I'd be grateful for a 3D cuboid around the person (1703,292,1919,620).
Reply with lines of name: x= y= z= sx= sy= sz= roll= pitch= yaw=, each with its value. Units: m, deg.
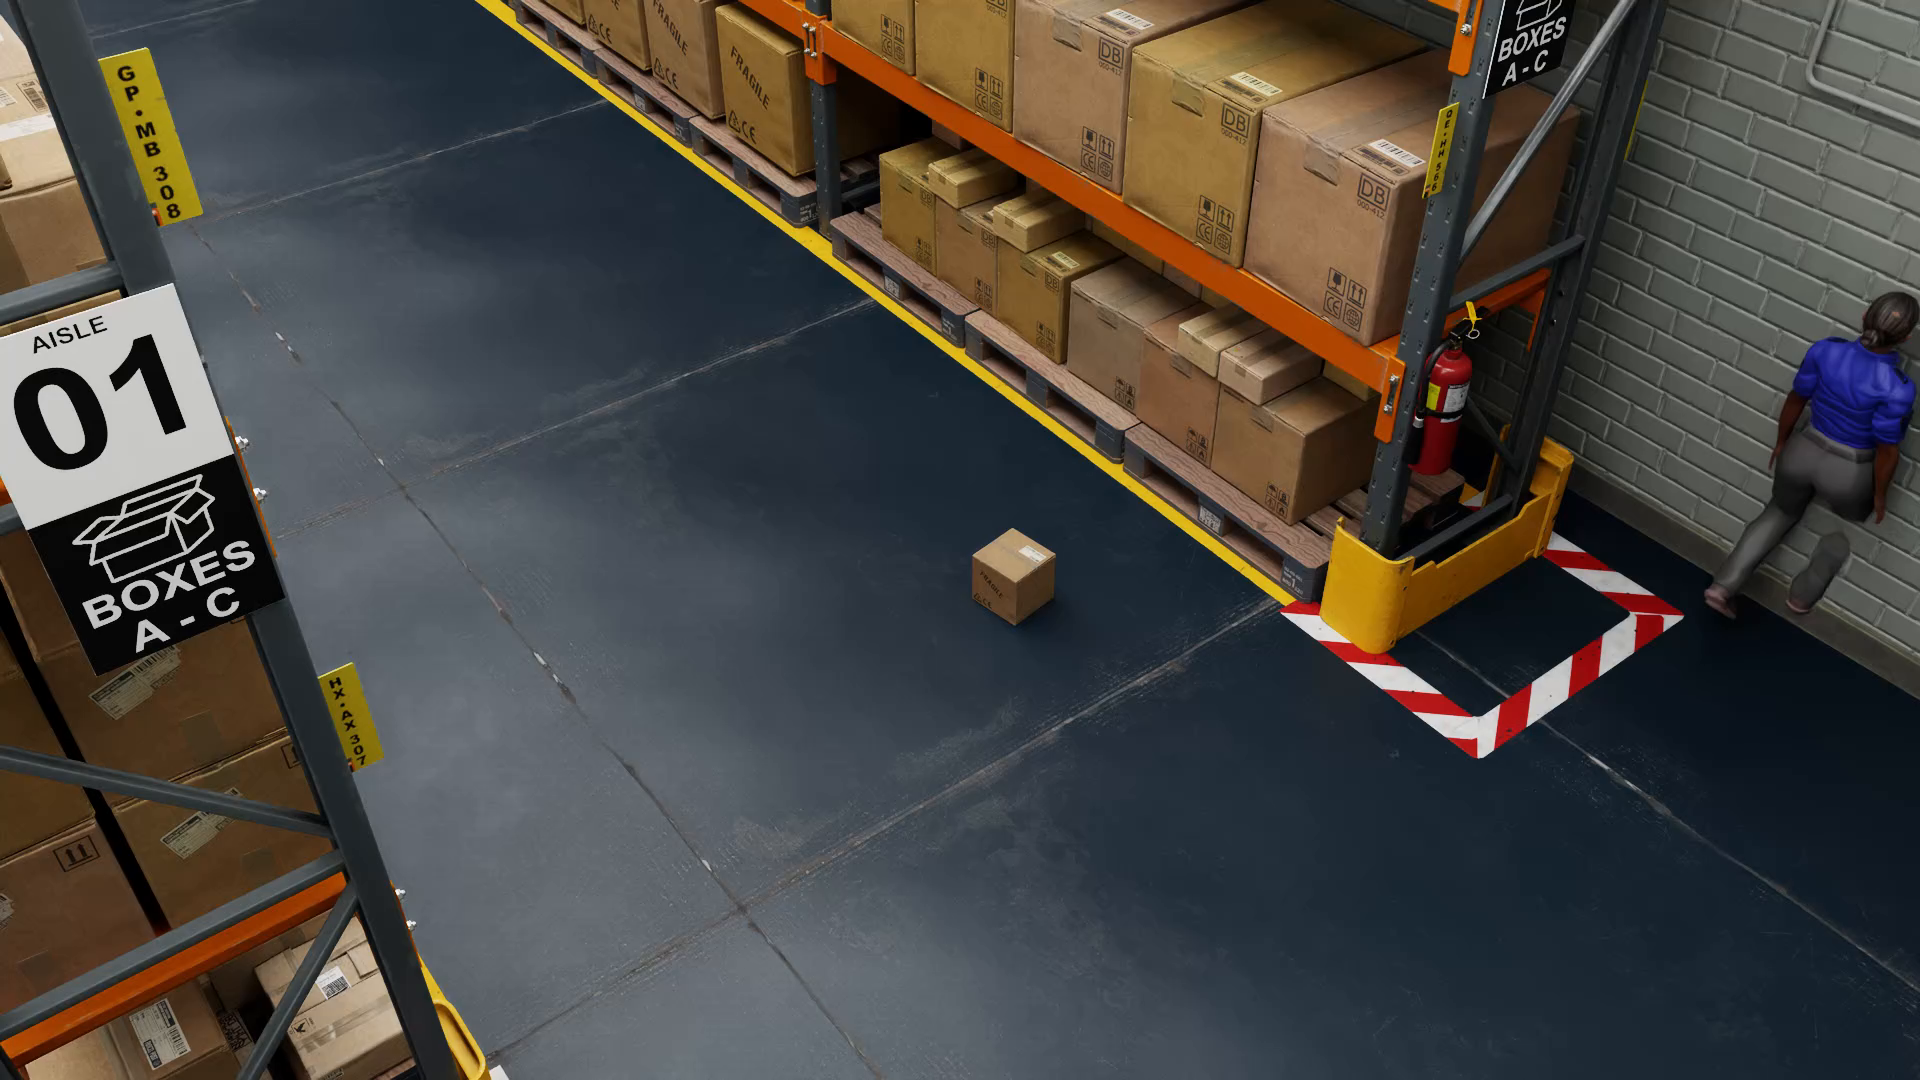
person: x=3.405 y=-0.288 z=6.488 sx=0.631 sy=1.641 sz=0.469 roll=-24 pitch=46 yaw=-26
